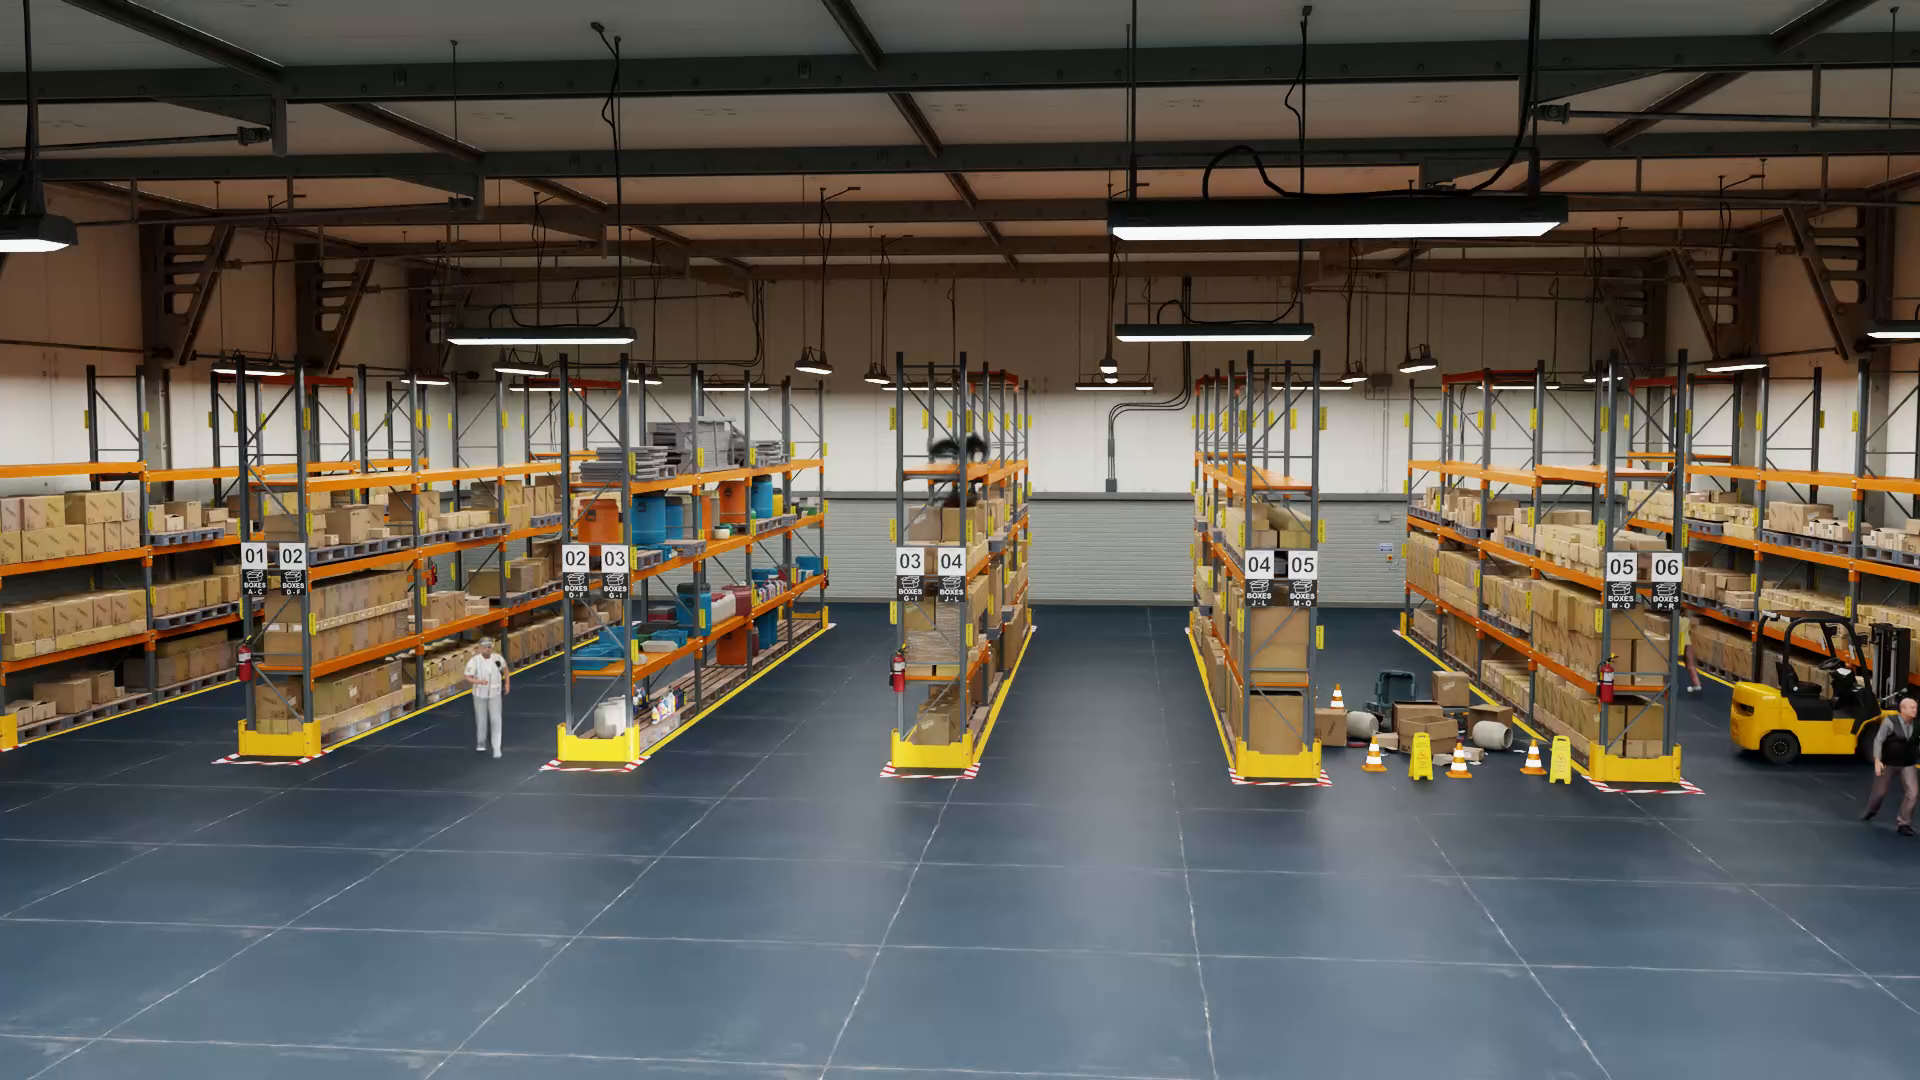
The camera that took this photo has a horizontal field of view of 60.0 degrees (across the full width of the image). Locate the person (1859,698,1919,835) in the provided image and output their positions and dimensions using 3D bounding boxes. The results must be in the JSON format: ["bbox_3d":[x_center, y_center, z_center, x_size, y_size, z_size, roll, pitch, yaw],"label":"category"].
[{"bbox_3d":[11.506,2.732,20.438,0.703,1.657,0.824,0,4,3],"label":"person"}]

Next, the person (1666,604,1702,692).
[{"bbox_3d":[13.332,2.008,30.658,0.573,1.640,0.940,-1,4,-12],"label":"person"}]

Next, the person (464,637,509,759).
[{"bbox_3d":[-7.081,2.370,24.925,0.661,1.874,0.788,-2,4,-20],"label":"person"}]
